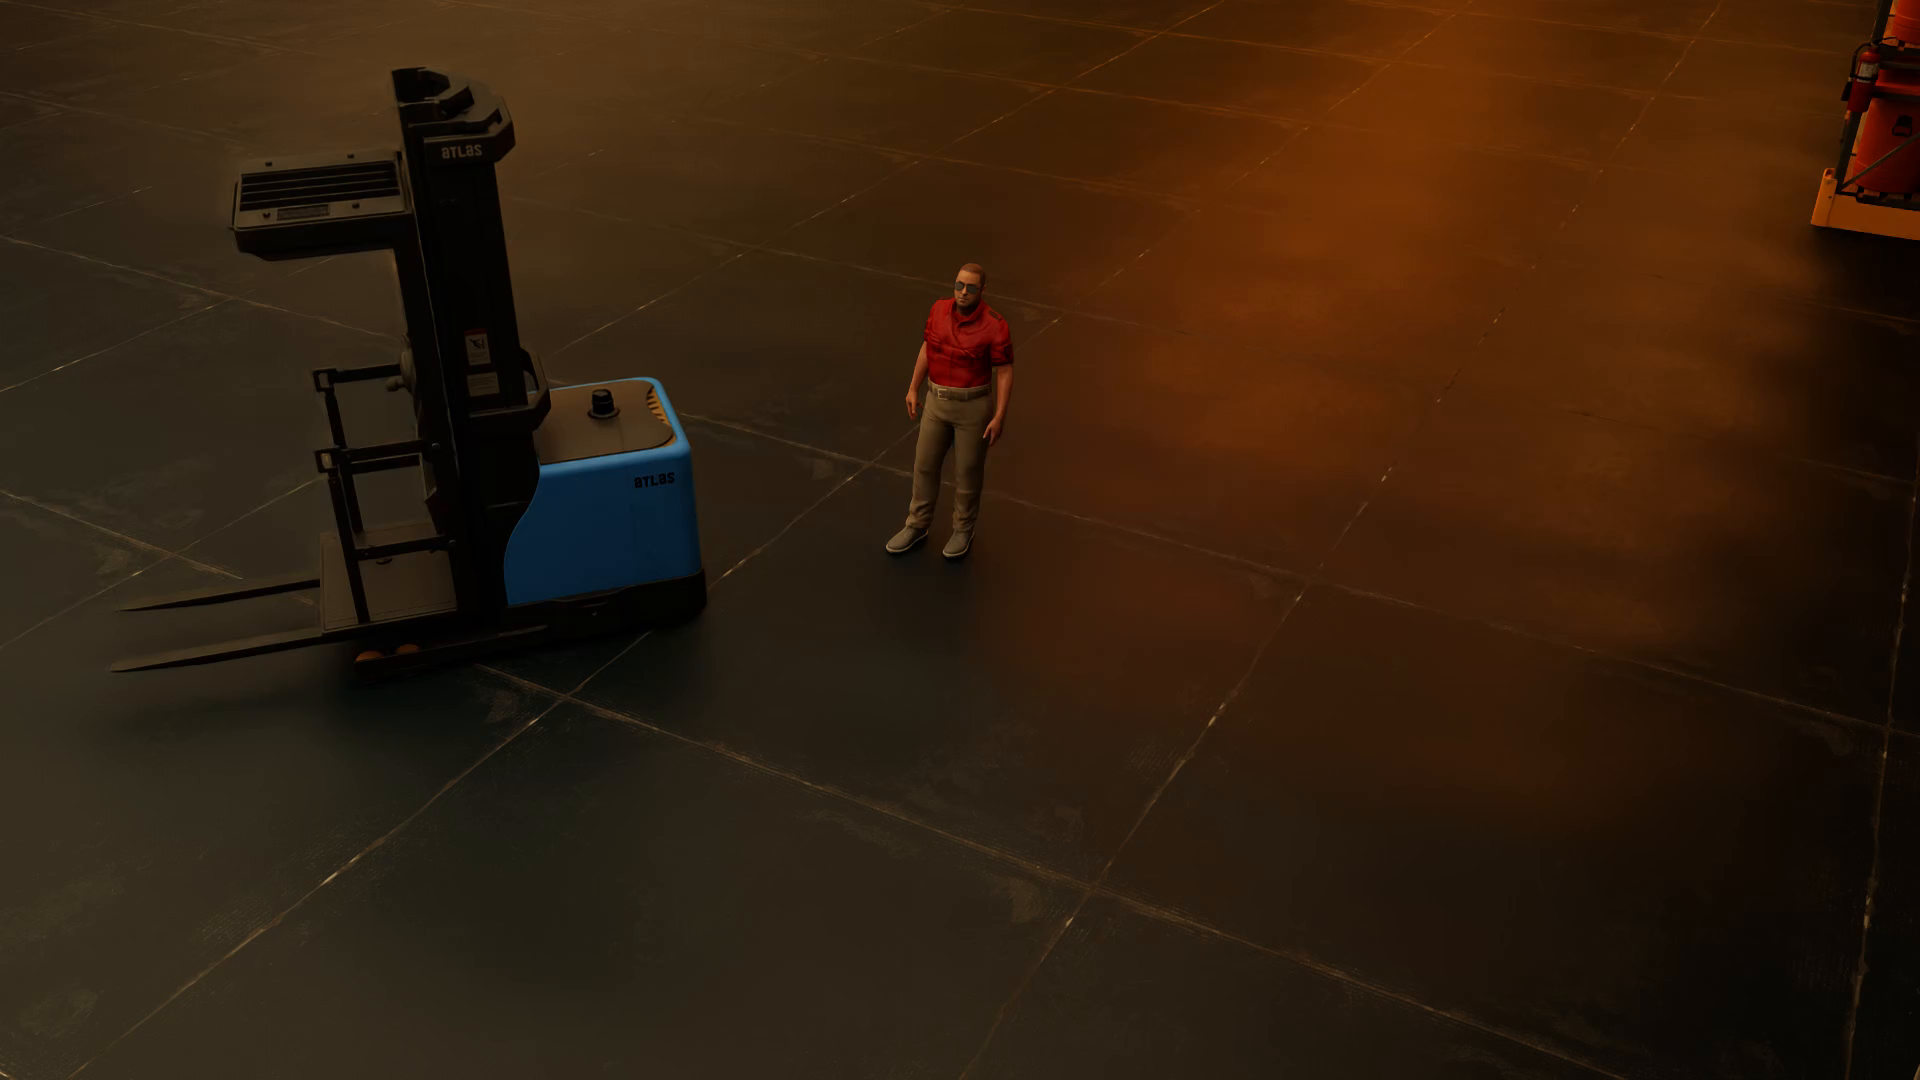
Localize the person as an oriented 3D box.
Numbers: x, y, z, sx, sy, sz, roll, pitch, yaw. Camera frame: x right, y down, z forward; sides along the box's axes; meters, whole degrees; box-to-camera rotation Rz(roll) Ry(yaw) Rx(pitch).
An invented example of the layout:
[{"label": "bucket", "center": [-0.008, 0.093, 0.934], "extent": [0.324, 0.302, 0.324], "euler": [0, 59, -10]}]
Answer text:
[{"label": "person", "center": [-0.054, -0.719, 9.504], "extent": [0.640, 1.727, 0.551], "euler": [15, 33, 25]}]

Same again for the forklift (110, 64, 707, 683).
[{"label": "forklift", "center": [-2.979, -0.818, 8.488], "extent": [3.031, 2.935, 1.130], "euler": [-10, 31, -16]}]
